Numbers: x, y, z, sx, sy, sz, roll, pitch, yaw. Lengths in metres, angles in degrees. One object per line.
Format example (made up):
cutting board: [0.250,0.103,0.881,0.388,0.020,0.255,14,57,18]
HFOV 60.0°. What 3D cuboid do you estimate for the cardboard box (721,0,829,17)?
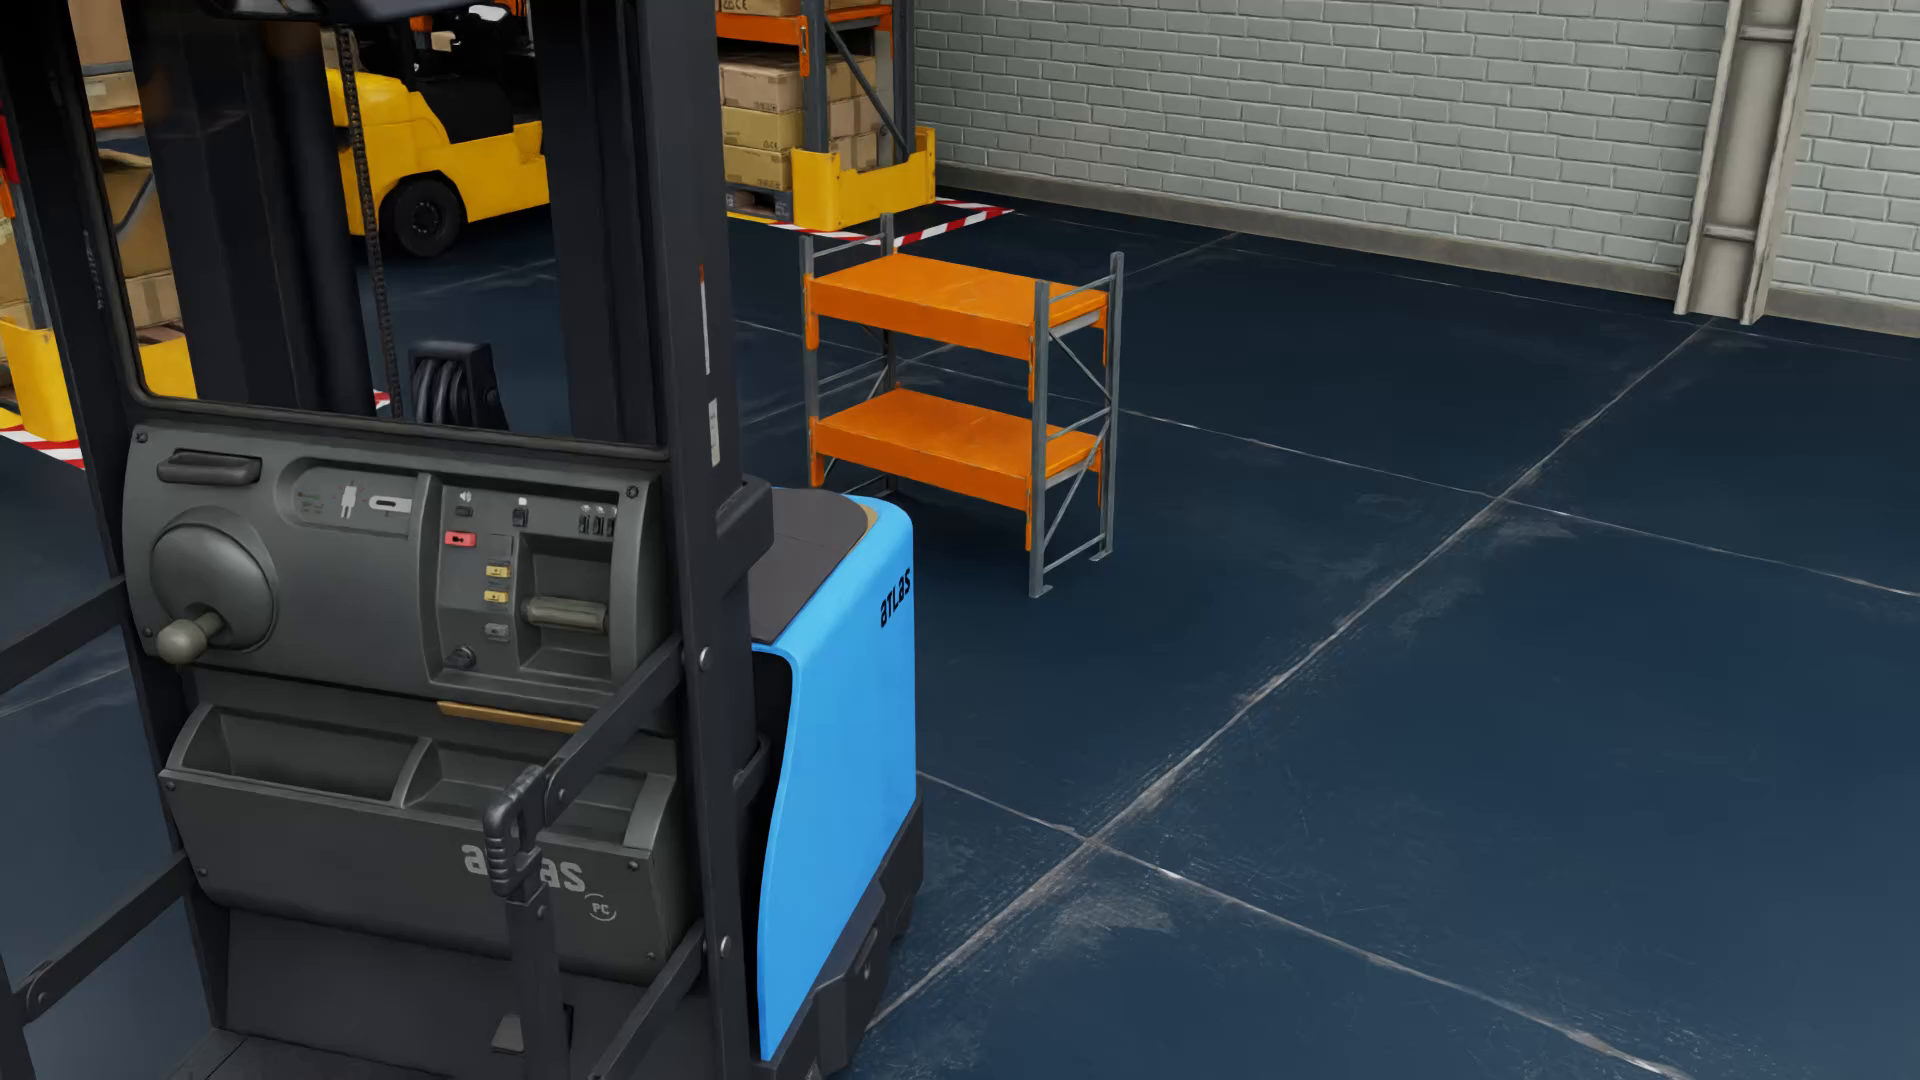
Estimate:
cardboard box: [-1.204,-3.680,10.758,0.500,0.500,0.500,16,28,32]

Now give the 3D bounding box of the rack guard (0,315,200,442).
rack guard: [-3.687,-0.872,7.609,0.348,0.500,1.175,17,29,33]

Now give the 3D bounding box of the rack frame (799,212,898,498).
rack frame: [-0.412,-0.639,6.306,0.032,1.125,0.500,17,29,33]

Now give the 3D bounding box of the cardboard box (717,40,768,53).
cardboard box: [-1.719,-3.413,11.925,0.500,0.250,0.500,17,29,33]

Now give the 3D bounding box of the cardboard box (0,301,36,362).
cardboard box: [-4.454,-1.046,7.793,0.500,0.250,0.500,17,29,33]

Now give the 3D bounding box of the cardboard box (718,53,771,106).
cardboard box: [-1.620,-3.124,11.269,0.500,0.250,0.500,17,29,34]

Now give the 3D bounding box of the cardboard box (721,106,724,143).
cardboard box: [-1.624,-2.904,11.391,0.500,0.250,0.500,16,29,33]

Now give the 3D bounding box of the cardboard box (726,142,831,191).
cardboard box: [-1.218,-2.546,11.197,0.500,0.250,0.500,17,29,34]

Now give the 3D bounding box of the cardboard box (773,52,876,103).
cardboard box: [-0.923,-3.169,11.371,0.500,0.250,0.500,16,29,33]

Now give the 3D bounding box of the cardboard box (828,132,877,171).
cardboard box: [-0.928,-2.716,11.583,0.500,0.250,0.500,17,29,34]

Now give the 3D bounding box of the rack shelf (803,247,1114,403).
rack shelf: [-0.005,-0.784,5.909,1.000,0.278,0.538,17,29,33]

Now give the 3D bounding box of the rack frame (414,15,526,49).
rack frame: [-3.853,-4.567,12.896,0.127,3.000,1.000,17,29,33]

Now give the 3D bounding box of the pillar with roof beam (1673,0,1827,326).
pillar with roof beam: [1.550,-3.965,4.087,0.400,9.000,9.100,17,29,33]

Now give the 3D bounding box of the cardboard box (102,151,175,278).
cardboard box: [-4.125,-1.564,8.040,0.500,0.500,0.500,16,28,32]

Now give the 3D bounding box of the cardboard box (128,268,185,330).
cardboard box: [-4.106,-1.216,8.178,0.500,0.250,0.500,17,29,33]

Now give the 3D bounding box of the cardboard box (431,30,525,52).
cardboard box: [-3.654,-3.740,12.668,0.500,0.250,0.500,16,29,33]

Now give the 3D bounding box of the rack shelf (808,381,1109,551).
rack shelf: [-0.005,-0.293,6.125,1.000,0.278,0.538,17,29,33]

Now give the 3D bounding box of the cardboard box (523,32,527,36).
cardboard box: [-3.251,-3.614,12.380,0.500,0.250,0.500,17,29,33]

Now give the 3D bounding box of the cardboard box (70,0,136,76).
cardboard box: [-3.839,-2.383,7.446,0.500,0.500,0.500,16,29,33]

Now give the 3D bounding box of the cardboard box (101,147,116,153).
cardboard box: [-4.546,-1.690,8.324,0.500,0.500,0.500,16,28,31]

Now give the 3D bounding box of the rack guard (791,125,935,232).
rack guard: [-0.633,-2.450,11.191,0.348,0.500,1.175,17,29,33]

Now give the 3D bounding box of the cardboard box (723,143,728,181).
cardboard box: [-1.610,-2.669,11.476,0.500,0.250,0.500,17,29,33]

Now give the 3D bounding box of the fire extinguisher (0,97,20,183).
fire extinguisher: [-3.811,-1.786,6.679,0.183,0.674,0.296,17,29,33]

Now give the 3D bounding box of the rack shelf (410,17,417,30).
rack shelf: [-5.453,-4.722,14.138,4.000,0.370,1.077,17,29,33]

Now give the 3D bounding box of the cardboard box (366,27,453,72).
cardboard box: [-4.277,-3.795,13.568,0.625,0.625,0.875,18,30,36]

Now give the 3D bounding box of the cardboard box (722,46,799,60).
cardboard box: [-1.325,-3.288,11.642,0.500,0.250,0.500,17,29,33]

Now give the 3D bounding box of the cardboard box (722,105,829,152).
cardboard box: [-1.229,-2.779,11.107,0.500,0.250,0.500,16,29,33]

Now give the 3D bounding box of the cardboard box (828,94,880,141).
cardboard box: [-0.904,-2.943,11.479,0.500,0.250,0.500,17,29,34]

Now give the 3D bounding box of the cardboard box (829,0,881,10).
cardboard box: [-0.882,-3.855,11.155,0.500,0.500,0.500,18,29,35]

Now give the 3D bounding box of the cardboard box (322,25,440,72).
cardboard box: [-4.894,-3.985,13.999,0.625,0.625,0.875,16,29,33]

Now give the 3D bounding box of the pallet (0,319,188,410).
pallet: [-4.316,-0.948,8.139,1.213,0.211,1.003,17,29,33]

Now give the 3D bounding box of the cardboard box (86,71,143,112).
cardboard box: [-3.774,-2.032,7.452,0.250,0.149,0.380,17,29,33]

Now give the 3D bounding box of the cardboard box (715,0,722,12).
cardboard box: [-1.613,-3.808,11.049,0.500,0.500,0.500,18,29,35]

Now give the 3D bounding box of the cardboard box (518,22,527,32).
cardboard box: [-3.343,-3.902,13.035,0.500,0.250,0.500,17,29,34]

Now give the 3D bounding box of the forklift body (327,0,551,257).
forklift body: [-3.264,-3.081,10.576,1.214,2.155,2.313,17,29,33]

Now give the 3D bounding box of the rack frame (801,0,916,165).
rack frame: [-0.652,-3.600,10.700,0.127,3.000,1.000,17,29,33]

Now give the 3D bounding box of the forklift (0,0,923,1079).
forklift: [-0.982,0.068,2.461,1.130,2.935,3.031,6,25,14]

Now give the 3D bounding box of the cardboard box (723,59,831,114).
cardboard box: [-1.208,-3.002,10.993,0.500,0.250,0.500,18,29,35]

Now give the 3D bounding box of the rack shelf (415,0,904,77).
rack shelf: [-2.253,-3.754,11.943,4.000,0.370,1.077,17,29,33]

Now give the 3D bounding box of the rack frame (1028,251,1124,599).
rack frame: [0.401,-0.393,5.748,0.032,1.125,0.500,17,29,33]

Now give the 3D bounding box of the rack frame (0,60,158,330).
rack frame: [-3.626,-1.998,7.063,0.127,3.000,1.000,17,29,33]

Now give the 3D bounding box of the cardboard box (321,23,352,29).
cardboard box: [-5.496,-4.167,14.411,0.625,0.625,0.875,15,28,31]

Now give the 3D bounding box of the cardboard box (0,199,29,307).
cardboard box: [-4.424,-1.384,7.631,0.500,0.500,0.500,17,29,34]

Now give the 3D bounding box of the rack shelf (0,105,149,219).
rack shelf: [-5.227,-2.152,8.306,4.000,0.370,1.077,17,29,33]

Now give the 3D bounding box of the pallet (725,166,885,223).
pallet: [-1.289,-2.495,11.652,1.213,0.211,1.003,17,29,33]

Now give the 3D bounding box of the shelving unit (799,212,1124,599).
shelving unit: [-0.005,-0.516,6.027,1.048,1.125,0.538,17,29,33]

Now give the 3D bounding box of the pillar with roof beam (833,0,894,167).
pillar with roof beam: [-3.251,-5.415,7.380,0.400,9.000,9.100,17,29,33]
